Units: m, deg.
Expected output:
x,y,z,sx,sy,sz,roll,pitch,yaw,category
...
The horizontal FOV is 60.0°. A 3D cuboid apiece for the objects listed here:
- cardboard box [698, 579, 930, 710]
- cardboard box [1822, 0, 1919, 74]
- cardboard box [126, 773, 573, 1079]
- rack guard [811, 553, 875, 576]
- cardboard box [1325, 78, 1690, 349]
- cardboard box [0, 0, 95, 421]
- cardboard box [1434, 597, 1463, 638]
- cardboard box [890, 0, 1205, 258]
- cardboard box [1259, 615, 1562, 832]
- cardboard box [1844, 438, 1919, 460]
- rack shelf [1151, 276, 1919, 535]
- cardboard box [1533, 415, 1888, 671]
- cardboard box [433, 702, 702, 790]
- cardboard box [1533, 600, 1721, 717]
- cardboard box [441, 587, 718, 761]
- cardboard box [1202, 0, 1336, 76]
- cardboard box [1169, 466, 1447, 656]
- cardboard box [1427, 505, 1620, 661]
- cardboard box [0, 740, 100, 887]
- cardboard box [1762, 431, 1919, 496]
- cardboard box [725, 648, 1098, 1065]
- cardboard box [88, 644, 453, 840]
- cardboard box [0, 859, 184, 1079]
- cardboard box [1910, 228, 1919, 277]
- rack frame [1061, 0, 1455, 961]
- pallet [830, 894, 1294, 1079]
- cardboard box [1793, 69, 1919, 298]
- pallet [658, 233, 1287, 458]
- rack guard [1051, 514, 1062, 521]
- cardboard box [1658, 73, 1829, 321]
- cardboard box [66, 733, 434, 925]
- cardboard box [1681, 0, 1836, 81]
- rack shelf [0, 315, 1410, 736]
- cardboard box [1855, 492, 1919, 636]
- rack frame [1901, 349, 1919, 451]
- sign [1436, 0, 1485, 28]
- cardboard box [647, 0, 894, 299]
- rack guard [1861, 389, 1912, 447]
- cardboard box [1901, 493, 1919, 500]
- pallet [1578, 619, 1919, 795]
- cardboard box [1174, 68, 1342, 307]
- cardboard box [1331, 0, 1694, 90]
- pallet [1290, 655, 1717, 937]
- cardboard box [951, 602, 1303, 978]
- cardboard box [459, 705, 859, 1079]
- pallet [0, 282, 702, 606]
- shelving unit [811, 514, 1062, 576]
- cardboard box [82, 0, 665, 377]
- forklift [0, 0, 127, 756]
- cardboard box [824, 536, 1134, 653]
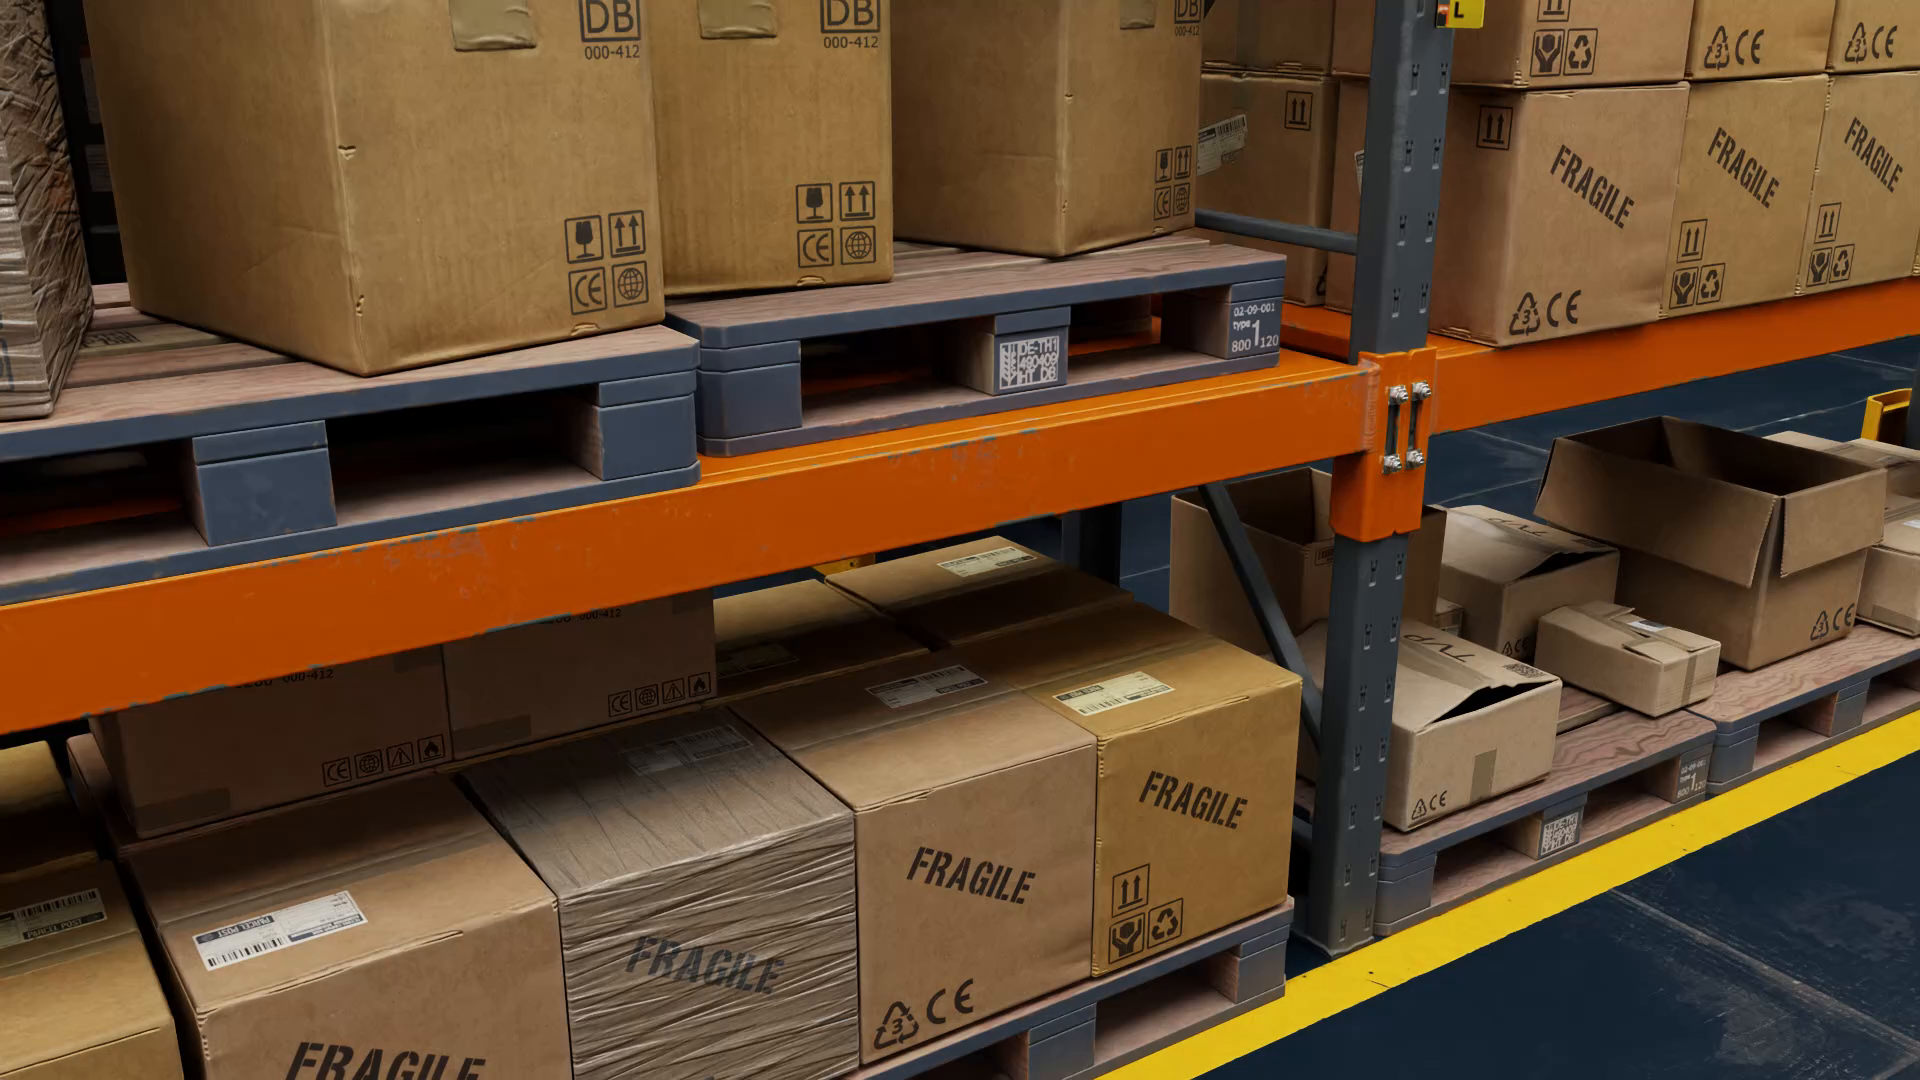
x,y,z,sx,sy,sz,roll,pitch,yaw,category
-0.401,0.431,3.501,0.500,0.500,0.500,-12,22,-31,cardboard box
1.985,-1.372,3.901,0.500,0.500,0.500,-13,22,-33,cardboard box
-0.938,0.741,2.585,0.500,0.500,0.500,-13,23,-33,cardboard box
-0.480,-0.017,5.906,0.087,0.250,0.587,-12,22,-31,rack guard
1.152,-0.726,3.551,0.500,0.500,0.500,-11,22,-30,cardboard box
-1.432,-0.454,2.093,0.500,0.500,0.700,-8,20,-21,cardboard box
1.176,0.222,4.668,0.250,0.149,0.380,-12,22,-31,cardboard box
0.058,-0.884,3.364,0.700,0.500,0.500,14,23,35,cardboard box
1.046,0.388,3.925,0.500,0.311,0.500,-12,22,-31,cardboard box
3.378,-0.242,6.041,0.250,0.149,0.380,-12,22,-31,cardboard box
2.247,-0.673,4.675,4.000,0.370,1.077,-12,22,-31,rack shelf
2.142,-0.019,4.830,0.637,0.503,0.797,-12,22,-31,cardboard box
-0.823,0.517,3.247,0.500,0.500,0.500,-12,22,-31,cardboard box
1.763,0.301,4.407,0.250,0.166,0.380,-12,22,-31,cardboard box
-0.797,0.155,3.147,0.500,0.250,0.500,-12,22,-31,cardboard box
0.856,-1.341,3.810,0.500,0.500,0.500,-12,22,-31,cardboard box
0.896,0.138,4.369,0.500,0.500,0.500,-12,22,-31,cardboard box
1.522,0.096,4.790,0.500,0.311,0.500,-12,22,-31,cardboard box
-1.680,0.700,2.706,0.500,0.500,0.500,-13,23,-33,cardboard box
2.889,-0.164,5.652,0.500,0.250,0.500,-12,22,-31,cardboard box
-0.096,0.563,3.112,0.500,0.500,0.500,-12,22,-31,cardboard box
-1.216,0.244,2.885,0.500,0.250,0.500,-12,22,-32,cardboard box
-1.371,0.835,2.309,0.500,0.500,0.500,-12,22,-32,cardboard box
2.421,-0.994,4.346,0.500,0.500,0.500,-12,22,-32,cardboard box
0.576,-0.661,3.517,0.127,3.000,1.000,-12,22,-31,rack frame
-0.082,0.813,3.510,1.213,0.211,1.003,-12,22,-31,pallet
1.997,-0.904,4.079,0.500,0.500,0.500,-12,22,-32,cardboard box
-0.151,-0.459,3.218,1.213,0.211,1.003,-12,22,-31,pallet
0.352,-0.193,6.425,0.087,0.250,0.587,-12,22,-31,rack guard
1.578,-0.817,3.821,0.500,0.500,0.500,-11,22,-30,cardboard box
-1.245,0.606,2.984,0.500,0.500,0.500,-13,23,-33,cardboard box
1.555,-1.281,3.633,0.500,0.500,0.500,-13,22,-33,cardboard box
-1.094,0.032,2.591,4.000,0.370,1.077,-12,22,-31,rack shelf
2.788,0.049,5.022,0.500,0.250,0.500,-12,22,-31,cardboard box
3.917,-1.366,5.601,0.127,3.000,1.000,-12,22,-31,rack frame
0.884,-1.062,2.895,0.005,0.325,0.100,-12,22,-31,sign
-0.482,-0.746,2.956,0.500,0.500,0.700,-8,20,-23,cardboard box
3.853,-0.168,5.962,0.348,0.500,1.175,-12,22,-31,rack guard
3.211,-0.023,5.367,0.250,0.166,0.380,-12,22,-31,cardboard box
2.170,0.323,4.961,1.213,0.211,1.003,-12,22,-31,pallet
0.853,-0.865,3.965,0.500,0.500,0.500,-11,22,-31,cardboard box
1.124,-1.190,3.364,0.500,0.500,0.500,-11,22,-30,cardboard box
1.150,0.539,4.321,1.213,0.211,1.003,-12,22,-31,pallet
0.322,0.478,3.363,0.500,0.500,0.500,-12,22,-32,cardboard box
-0.515,0.651,2.852,0.500,0.500,0.500,-12,22,-31,cardboard box
-1.143,-0.210,2.481,1.213,0.211,1.003,-12,22,-31,pallet
-0.064,-0.697,5.965,1.083,1.500,0.587,-12,22,-31,shelving unit
-0.865,-0.580,2.465,0.700,0.500,0.500,16,24,39,cardboard box
-2.756,-0.890,4.301,3.031,2.935,1.130,-11,21,-29,forklift
0.038,0.334,3.788,0.500,0.500,0.500,-13,23,-34,cardboard box
